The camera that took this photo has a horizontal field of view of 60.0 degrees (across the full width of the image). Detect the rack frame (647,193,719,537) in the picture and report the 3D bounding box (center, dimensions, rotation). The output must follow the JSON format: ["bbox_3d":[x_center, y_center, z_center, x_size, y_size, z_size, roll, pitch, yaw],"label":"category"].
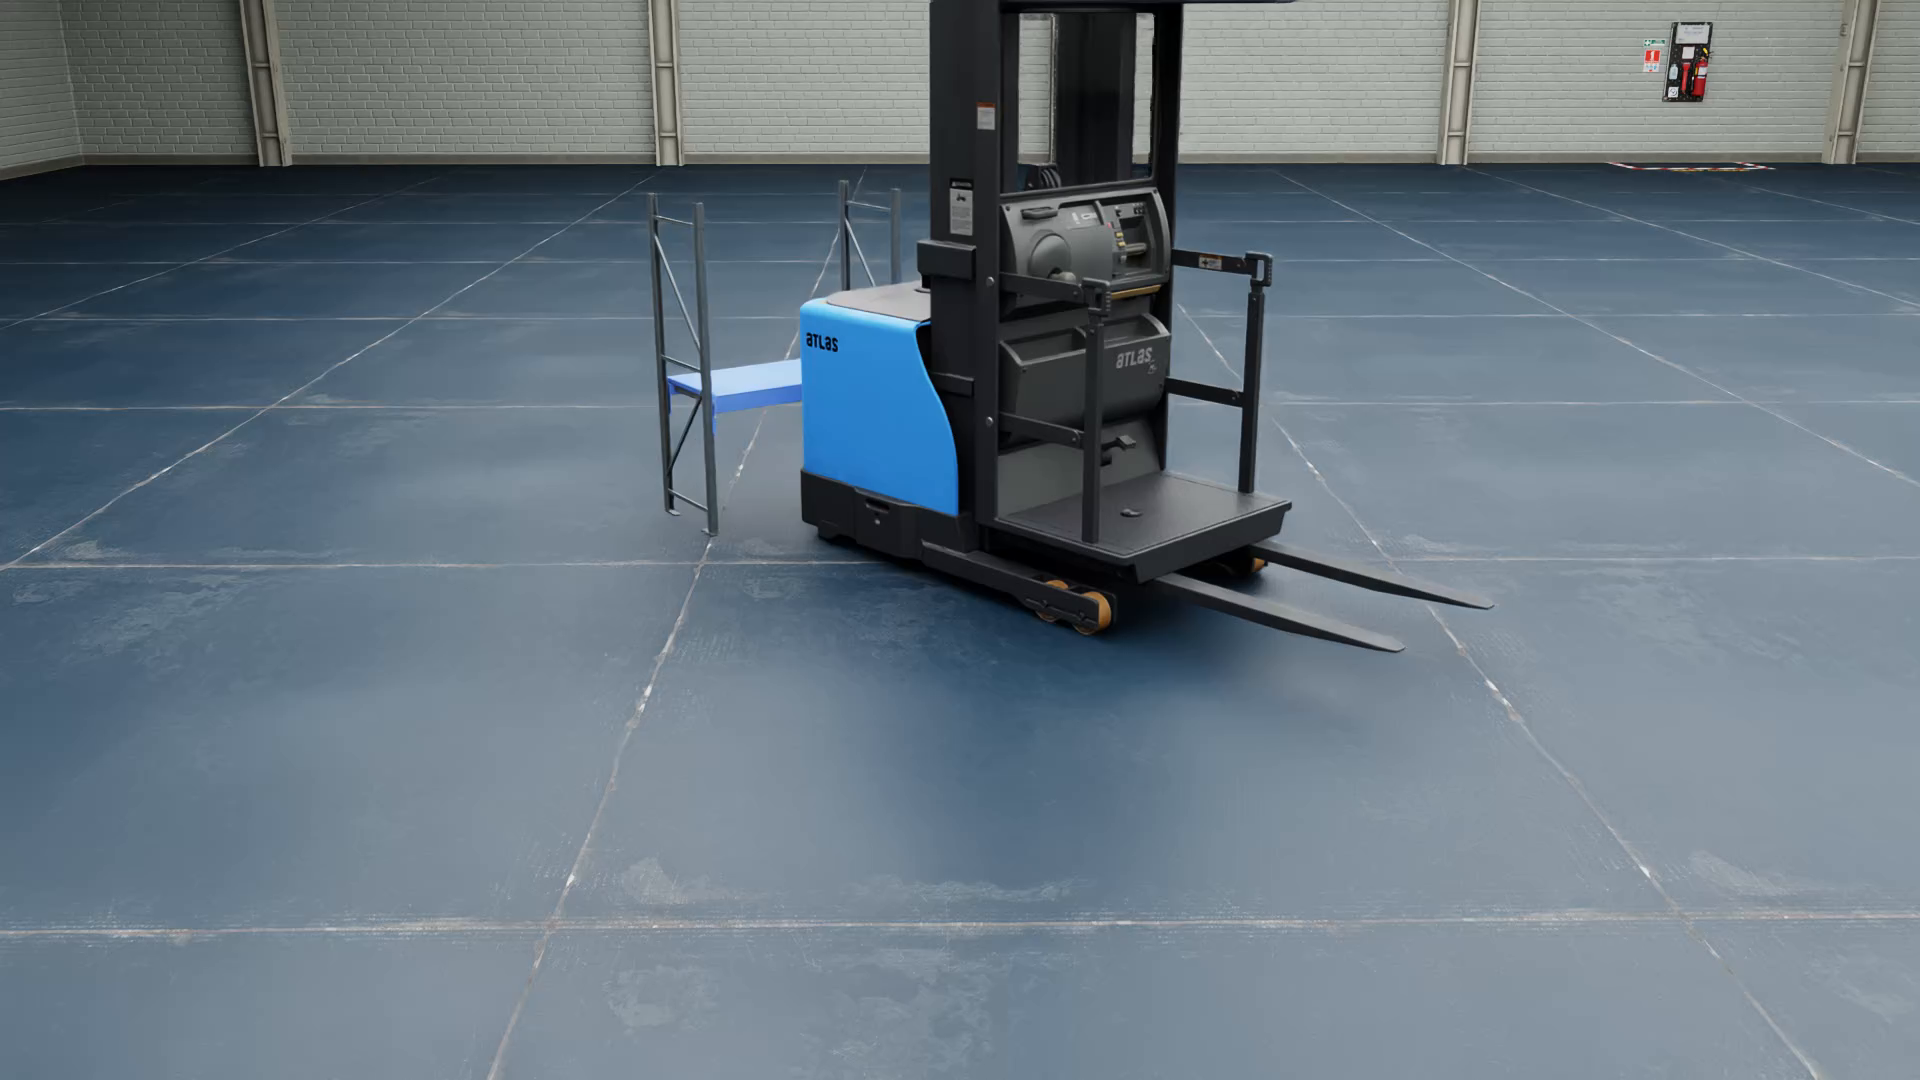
[{"bbox_3d":[-1.262,-0.795,7.569,0.032,1.500,0.500,-12,21,-33],"label":"rack frame"}]

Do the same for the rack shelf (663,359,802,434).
[{"bbox_3d":[-0.847,-0.713,7.904,1.000,0.185,0.538,-12,21,-33],"label":"rack shelf"}]

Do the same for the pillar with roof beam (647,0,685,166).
[{"bbox_3d":[-4.357,-8.713,19.975,0.400,9.000,9.100,0,18,-1],"label":"pillar with roof beam"}]

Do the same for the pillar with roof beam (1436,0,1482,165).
[{"bbox_3d":[7.641,-8.770,20.156,0.400,9.000,9.100,0,18,-1],"label":"pillar with roof beam"}]

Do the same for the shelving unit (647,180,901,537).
[{"bbox_3d":[-0.847,-0.884,7.849,1.048,1.500,0.538,-12,21,-33],"label":"shelving unit"}]

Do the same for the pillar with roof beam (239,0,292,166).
[{"bbox_3d":[-10.357,-8.684,19.885,0.400,9.000,9.100,0,18,-1],"label":"pillar with roof beam"}]

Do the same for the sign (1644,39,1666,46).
[{"bbox_3d":[10.551,-7.553,25.255,0.331,0.109,0.001,0,18,-1],"label":"sign"}]

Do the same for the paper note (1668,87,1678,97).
[{"bbox_3d":[10.923,-6.858,25.458,0.142,0.148,0.016,0,18,-1],"label":"paper note"}]

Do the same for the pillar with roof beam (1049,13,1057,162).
[{"bbox_3d":[1.642,-8.741,20.065,0.400,9.000,9.100,0,18,-1],"label":"pillar with roof beam"}]

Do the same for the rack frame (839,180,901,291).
[{"bbox_3d":[-0.433,-0.974,8.130,0.032,1.500,0.500,-12,21,-33],"label":"rack frame"}]

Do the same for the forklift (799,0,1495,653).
[{"bbox_3d":[0.664,-1.207,6.513,1.130,2.935,3.031,-17,24,-42],"label":"forklift"}]

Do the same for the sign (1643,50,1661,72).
[{"bbox_3d":[10.546,-7.303,25.344,0.234,0.329,0.001,0,18,-1],"label":"sign"}]

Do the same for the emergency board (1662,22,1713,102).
[{"bbox_3d":[11.101,-7.257,25.260,0.643,1.169,0.194,0,18,-1],"label":"emergency board"}]

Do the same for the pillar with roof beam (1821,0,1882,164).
[{"bbox_3d":[13.640,-8.799,20.246,0.400,9.000,9.100,0,18,-1],"label":"pillar with roof beam"}]
